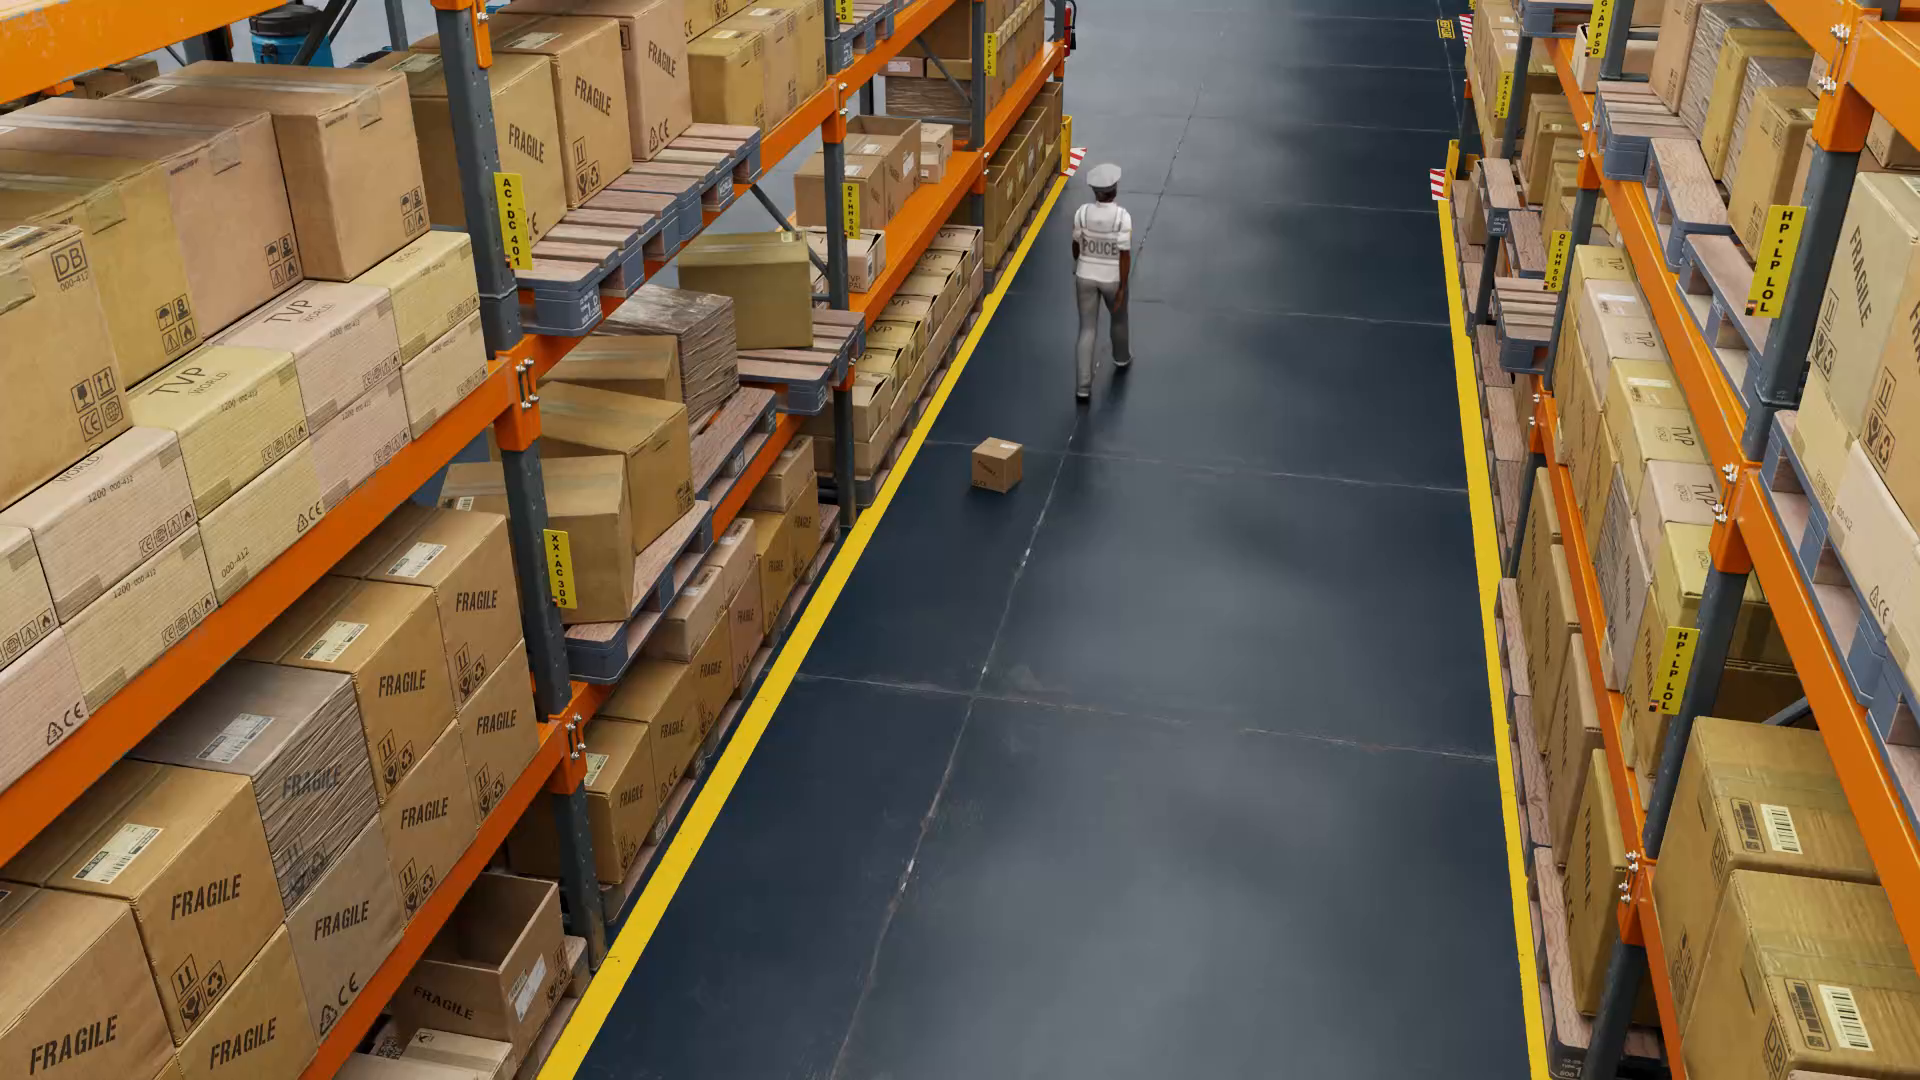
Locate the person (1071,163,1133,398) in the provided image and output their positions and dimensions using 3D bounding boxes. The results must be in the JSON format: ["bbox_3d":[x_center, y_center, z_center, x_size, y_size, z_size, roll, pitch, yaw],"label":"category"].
[{"bbox_3d":[1.035,-1.942,12.072,0.457,1.638,0.960,7,30,13],"label":"person"}]
